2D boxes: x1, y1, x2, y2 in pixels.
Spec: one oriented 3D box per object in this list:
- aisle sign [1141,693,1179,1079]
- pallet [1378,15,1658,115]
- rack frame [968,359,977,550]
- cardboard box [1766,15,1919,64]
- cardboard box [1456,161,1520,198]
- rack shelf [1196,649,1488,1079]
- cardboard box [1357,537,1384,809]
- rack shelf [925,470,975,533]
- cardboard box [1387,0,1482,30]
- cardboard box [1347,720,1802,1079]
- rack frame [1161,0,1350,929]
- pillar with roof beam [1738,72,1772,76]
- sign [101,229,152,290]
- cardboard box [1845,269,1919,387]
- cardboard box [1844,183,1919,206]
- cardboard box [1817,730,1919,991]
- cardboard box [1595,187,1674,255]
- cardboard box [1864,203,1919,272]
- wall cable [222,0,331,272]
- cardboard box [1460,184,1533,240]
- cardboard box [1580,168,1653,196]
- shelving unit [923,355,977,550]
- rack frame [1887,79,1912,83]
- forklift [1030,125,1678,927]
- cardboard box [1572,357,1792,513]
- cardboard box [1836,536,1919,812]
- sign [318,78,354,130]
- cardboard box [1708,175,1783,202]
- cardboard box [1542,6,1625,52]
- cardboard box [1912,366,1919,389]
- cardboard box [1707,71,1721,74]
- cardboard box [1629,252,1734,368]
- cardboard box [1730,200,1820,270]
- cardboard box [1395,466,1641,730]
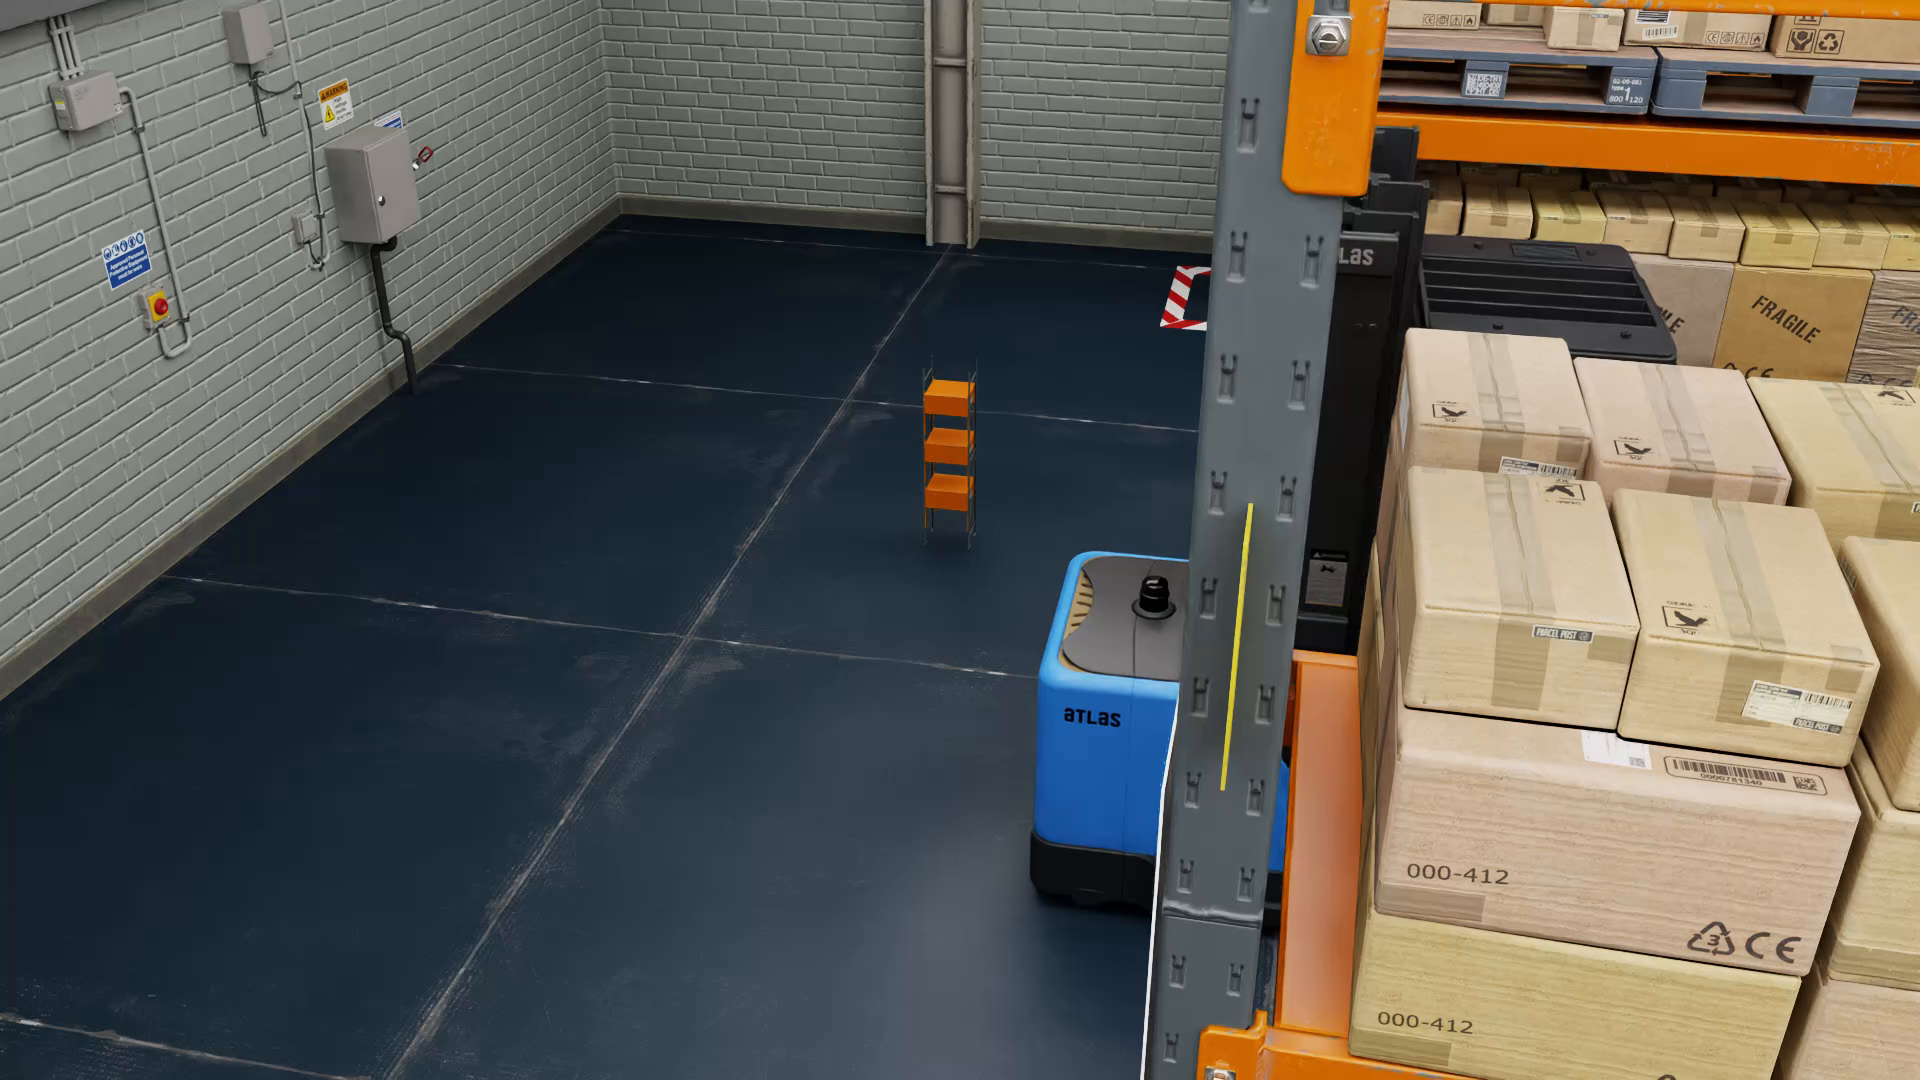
[{"bbox_3d":[0.290,0.560,2.396,0.004,0.787,0.394,6,29,11],"label":"aisle sign"},{"bbox_3d":[2.087,-1.975,6.703,1.213,0.211,1.003,6,29,11],"label":"pallet"},{"bbox_3d":[0.067,-0.454,8.985,0.008,1.050,0.200,6,29,11],"label":"rack frame"},{"bbox_3d":[3.299,-2.083,6.162,0.500,0.500,0.500,6,29,11],"label":"cardboard box"},{"bbox_3d":[2.275,-1.592,7.214,0.250,0.149,0.380,6,29,10],"label":"cardboard box"},{"bbox_3d":[2.380,0.767,2.350,4.000,0.370,1.077,6,29,11],"label":"rack shelf"},{"bbox_3d":[0.924,0.238,2.724,0.500,0.250,0.500,5,29,9],"label":"cardboard box"},{"bbox_3d":[-0.052,-0.213,9.146,0.240,0.259,0.215,6,29,11],"label":"rack shelf"},{"bbox_3d":[1.818,-2.243,6.715,0.500,0.250,0.500,3,29,6],"label":"cardboard box"},{"bbox_3d":[0.810,0.482,2.278,0.500,0.250,0.500,7,29,12],"label":"cardboard box"},{"bbox_3d":[0.424,-1.064,1.824,0.127,3.000,1.000,6,29,11],"label":"rack frame"},{"bbox_3d":[4.912,-3.801,6.822,0.400,9.000,9.100,6,29,11],"label":"pillar with roof beam"},{"bbox_3d":[-4.230,-1.424,8.447,0.001,0.218,0.327,6,29,11],"label":"sign"},{"bbox_3d":[3.757,-0.868,6.567,0.500,0.500,0.500,6,29,11],"label":"cardboard box"},{"bbox_3d":[3.757,-1.392,6.848,0.250,0.149,0.380,6,29,10],"label":"cardboard box"},{"bbox_3d":[1.310,0.316,2.062,0.500,0.250,0.500,6,29,10],"label":"cardboard box"},{"bbox_3d":[2.679,-1.277,6.638,0.250,0.149,0.380,6,29,11],"label":"cardboard box"},{"bbox_3d":[3.666,-1.173,6.448,0.250,0.149,0.380,5,29,9],"label":"cardboard box"},{"bbox_3d":[-3.876,-2.435,9.517,0.122,1.984,0.588,6,29,11],"label":"wall cable"},{"bbox_3d":[2.150,-1.296,6.674,0.250,0.149,0.380,7,29,12],"label":"cardboard box"},{"bbox_3d":[2.754,-1.488,7.024,0.250,0.149,0.380,6,29,10],"label":"cardboard box"},{"bbox_3d":[-0.052,-0.466,9.008,0.252,1.050,0.215,6,29,11],"label":"shelving unit"},{"bbox_3d":[6.304,-2.698,11.055,0.127,3.000,1.000,6,29,11],"label":"rack frame"},{"bbox_3d":[1.848,0.052,6.102,3.031,2.935,1.130,5,29,10],"label":"forklift"},{"bbox_3d":[1.036,-0.121,2.444,0.250,0.149,0.380,6,29,11],"label":"cardboard box"},{"bbox_3d":[1.189,0.158,1.935,0.250,0.149,0.380,6,29,10],"label":"cardboard box"},{"bbox_3d":[-3.793,-2.651,10.109,0.001,0.242,0.339,6,29,11],"label":"sign"},{"bbox_3d":[3.264,-1.456,6.964,0.250,0.149,0.380,7,29,12],"label":"cardboard box"},{"bbox_3d":[2.375,-1.984,6.347,0.250,0.149,0.380,7,29,12],"label":"cardboard box"},{"bbox_3d":[1.563,-0.110,2.424,0.250,0.149,0.380,6,29,11],"label":"cardboard box"},{"bbox_3d":[4.903,-3.366,11.340,0.500,0.500,0.500,5,29,9],"label":"cardboard box"},{"bbox_3d":[2.781,-0.972,6.756,0.500,0.500,0.500,6,29,10],"label":"cardboard box"},{"bbox_3d":[3.156,-1.194,6.486,0.250,0.149,0.380,5,29,9],"label":"cardboard box"},{"bbox_3d":[0.693,0.062,2.109,0.250,0.149,0.380,6,29,10],"label":"cardboard box"}]
